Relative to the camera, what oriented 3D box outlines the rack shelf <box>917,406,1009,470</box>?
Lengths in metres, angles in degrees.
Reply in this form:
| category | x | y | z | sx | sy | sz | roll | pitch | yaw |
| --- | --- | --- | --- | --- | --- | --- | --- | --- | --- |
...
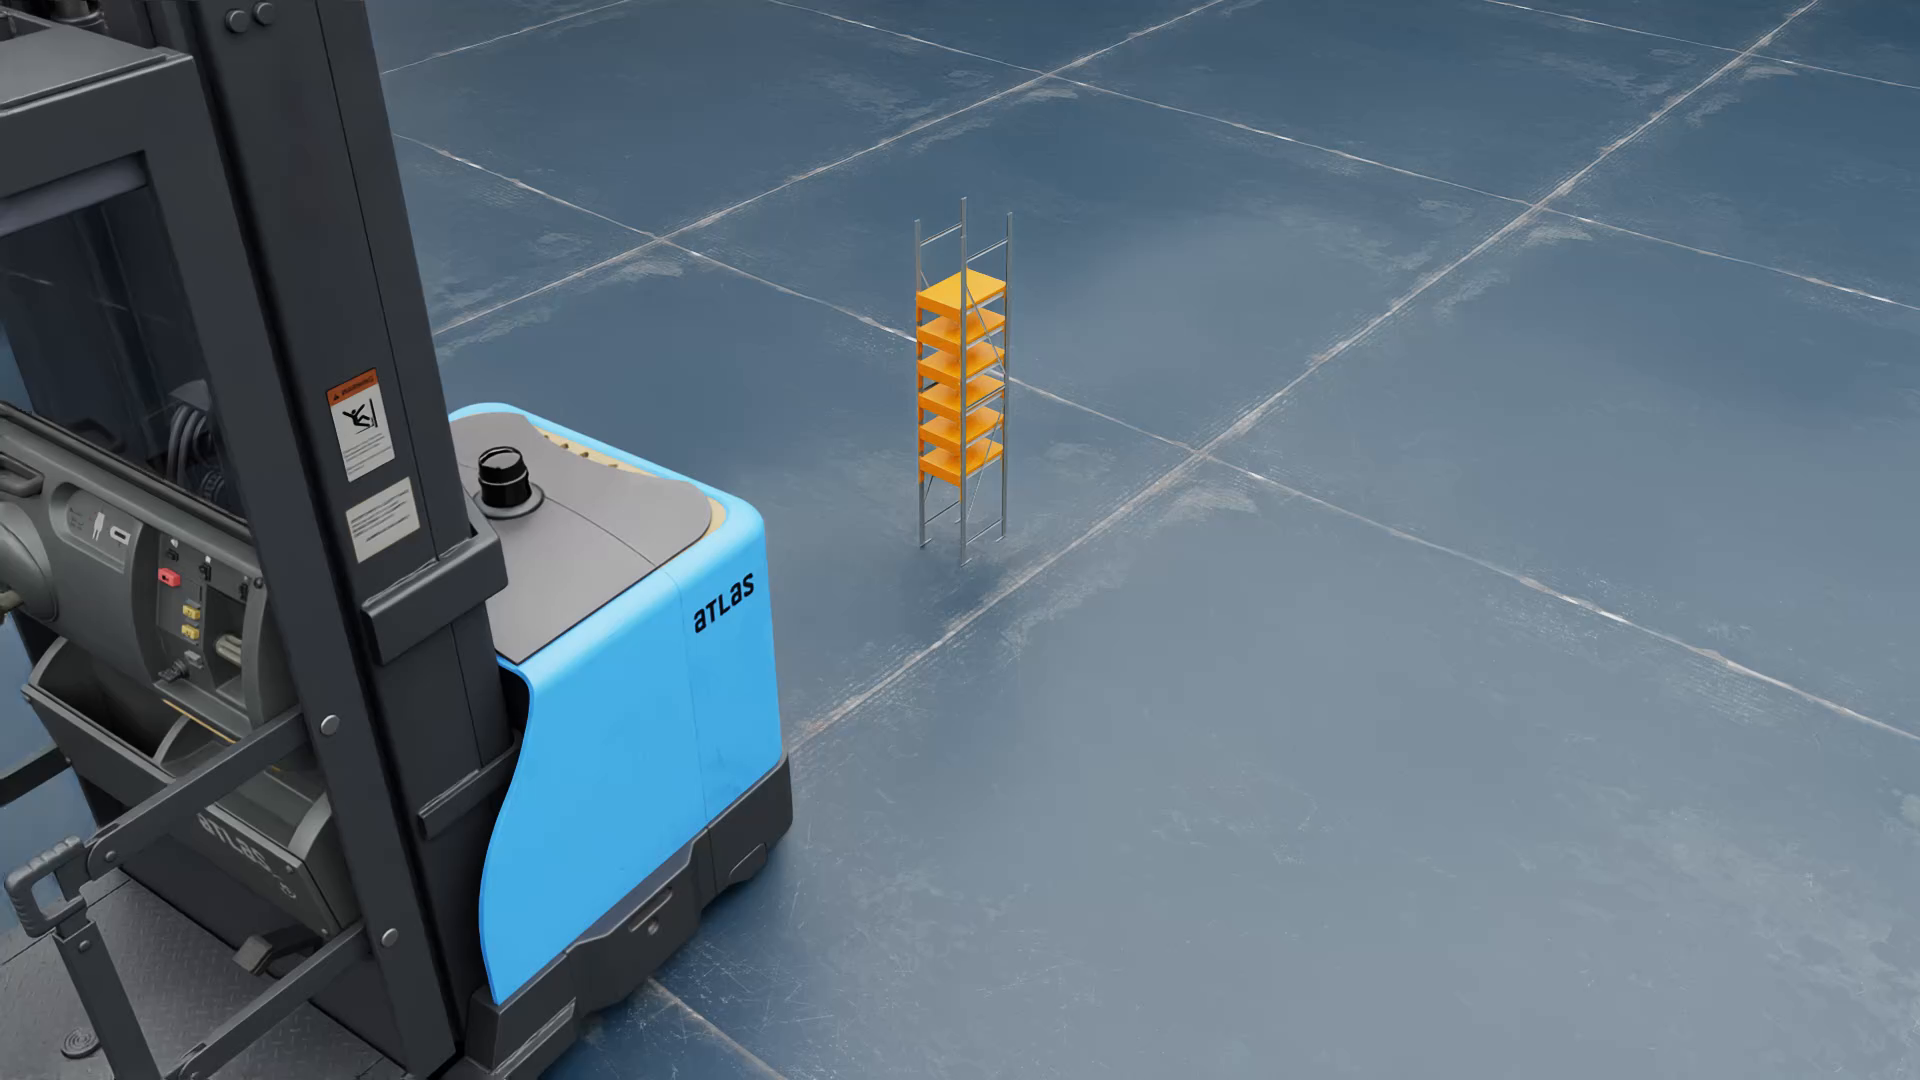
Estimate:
| category | x | y | z | sx | sy | sz | roll | pitch | yaw |
| --- | --- | --- | --- | --- | --- | --- | --- | --- | --- |
| rack shelf | 0.011 | -0.354 | 5.496 | 0.180 | 0.103 | 0.258 | 25 | 42 | 32 |

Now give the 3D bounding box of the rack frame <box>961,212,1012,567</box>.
| category | x | y | z | sx | sy | sz | roll | pitch | yaw |
| --- | --- | --- | --- | --- | --- | --- | --- | --- | --- |
| rack frame | 0.081 | -0.456 | 5.354 | 0.006 | 1.200 | 0.240 | 25 | 42 | 32 |

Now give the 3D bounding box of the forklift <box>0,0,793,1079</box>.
| category | x | y | z | sx | sy | sz | roll | pitch | yaw |
| --- | --- | --- | --- | --- | --- | --- | --- | --- | --- |
| forklift | -1.703 | 0.130 | 2.971 | 1.130 | 2.935 | 3.031 | 21 | 40 | 28 |

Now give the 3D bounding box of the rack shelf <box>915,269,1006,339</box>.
| category | x | y | z | sx | sy | sz | roll | pitch | yaw |
| --- | --- | --- | --- | --- | --- | --- | --- | --- | --- |
| rack shelf | 0.011 | -0.749 | 5.224 | 0.180 | 0.103 | 0.258 | 25 | 42 | 32 |

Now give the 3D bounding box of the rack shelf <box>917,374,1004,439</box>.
| category | x | y | z | sx | sy | sz | roll | pitch | yaw |
| --- | --- | --- | --- | --- | --- | --- | --- | --- | --- |
| rack shelf | 0.011 | -0.453 | 5.428 | 0.180 | 0.103 | 0.258 | 25 | 42 | 32 |

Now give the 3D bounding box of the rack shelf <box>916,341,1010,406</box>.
| category | x | y | z | sx | sy | sz | roll | pitch | yaw |
| --- | --- | --- | --- | --- | --- | --- | --- | --- | --- |
| rack shelf | 0.011 | -0.552 | 5.360 | 0.180 | 0.103 | 0.258 | 25 | 42 | 32 |

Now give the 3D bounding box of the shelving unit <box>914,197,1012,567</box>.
| category | x | y | z | sx | sy | sz | roll | pitch | yaw |
| --- | --- | --- | --- | --- | --- | --- | --- | --- | --- |
| shelving unit | 0.011 | -0.489 | 5.403 | 0.189 | 1.200 | 0.258 | 25 | 42 | 32 |

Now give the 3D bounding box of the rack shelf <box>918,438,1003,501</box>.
| category | x | y | z | sx | sy | sz | roll | pitch | yaw |
| --- | --- | --- | --- | --- | --- | --- | --- | --- | --- |
| rack shelf | 0.011 | -0.255 | 5.564 | 0.180 | 0.103 | 0.258 | 25 | 42 | 32 |

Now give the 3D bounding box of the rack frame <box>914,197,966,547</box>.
| category | x | y | z | sx | sy | sz | roll | pitch | yaw |
| --- | --- | --- | --- | --- | --- | --- | --- | --- | --- |
| rack frame | -0.059 | -0.523 | 5.451 | 0.006 | 1.200 | 0.240 | 25 | 42 | 32 |

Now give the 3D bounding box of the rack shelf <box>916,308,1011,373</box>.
| category | x | y | z | sx | sy | sz | roll | pitch | yaw |
| --- | --- | --- | --- | --- | --- | --- | --- | --- | --- |
| rack shelf | 0.011 | -0.651 | 5.292 | 0.180 | 0.103 | 0.258 | 25 | 42 | 32 |
